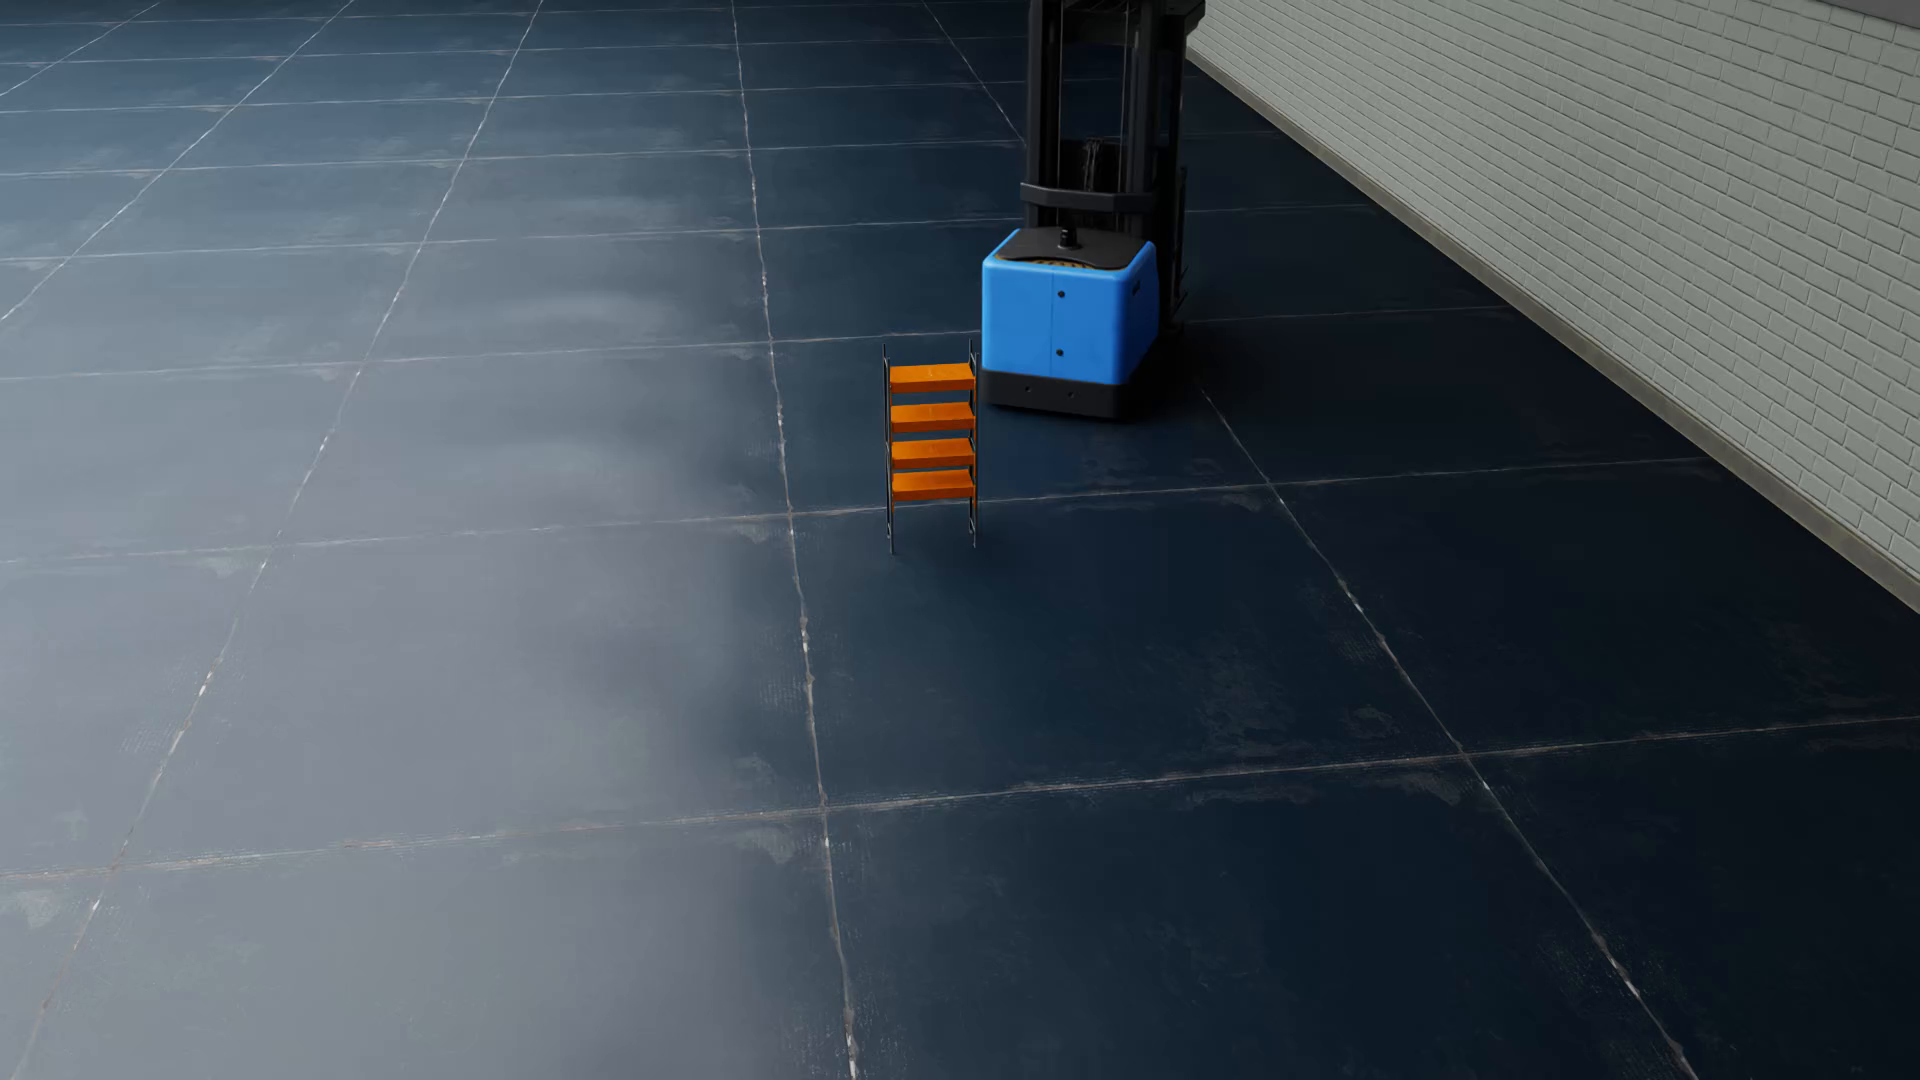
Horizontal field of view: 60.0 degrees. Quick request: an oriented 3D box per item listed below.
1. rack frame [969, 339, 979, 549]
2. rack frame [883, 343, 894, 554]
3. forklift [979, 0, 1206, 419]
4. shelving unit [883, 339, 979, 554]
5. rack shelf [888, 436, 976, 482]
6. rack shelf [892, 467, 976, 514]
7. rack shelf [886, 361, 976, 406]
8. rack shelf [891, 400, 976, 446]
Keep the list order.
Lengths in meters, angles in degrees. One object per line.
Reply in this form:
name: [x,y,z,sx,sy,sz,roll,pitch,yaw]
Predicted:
rack frame: [0.078,-0.539,9.486,0.015,1.200,0.240,-4,27,-7]
rack frame: [-0.406,-0.508,9.425,0.015,1.200,0.240,-4,27,-7]
forklift: [1.079,-2.775,11.947,1.130,2.935,3.031,9,28,16]
shelving unit: [-0.164,-0.523,9.456,0.503,1.200,0.258,-4,27,-7]
rack shelf: [-0.164,-0.463,9.486,0.480,0.148,0.258,-4,27,-7]
rack shelf: [-0.164,-0.287,9.577,0.480,0.148,0.258,-4,27,-7]
rack shelf: [-0.164,-0.873,9.276,0.480,0.148,0.258,-4,27,-7]
rack shelf: [-0.164,-0.662,9.384,0.480,0.148,0.258,-4,27,-7]
